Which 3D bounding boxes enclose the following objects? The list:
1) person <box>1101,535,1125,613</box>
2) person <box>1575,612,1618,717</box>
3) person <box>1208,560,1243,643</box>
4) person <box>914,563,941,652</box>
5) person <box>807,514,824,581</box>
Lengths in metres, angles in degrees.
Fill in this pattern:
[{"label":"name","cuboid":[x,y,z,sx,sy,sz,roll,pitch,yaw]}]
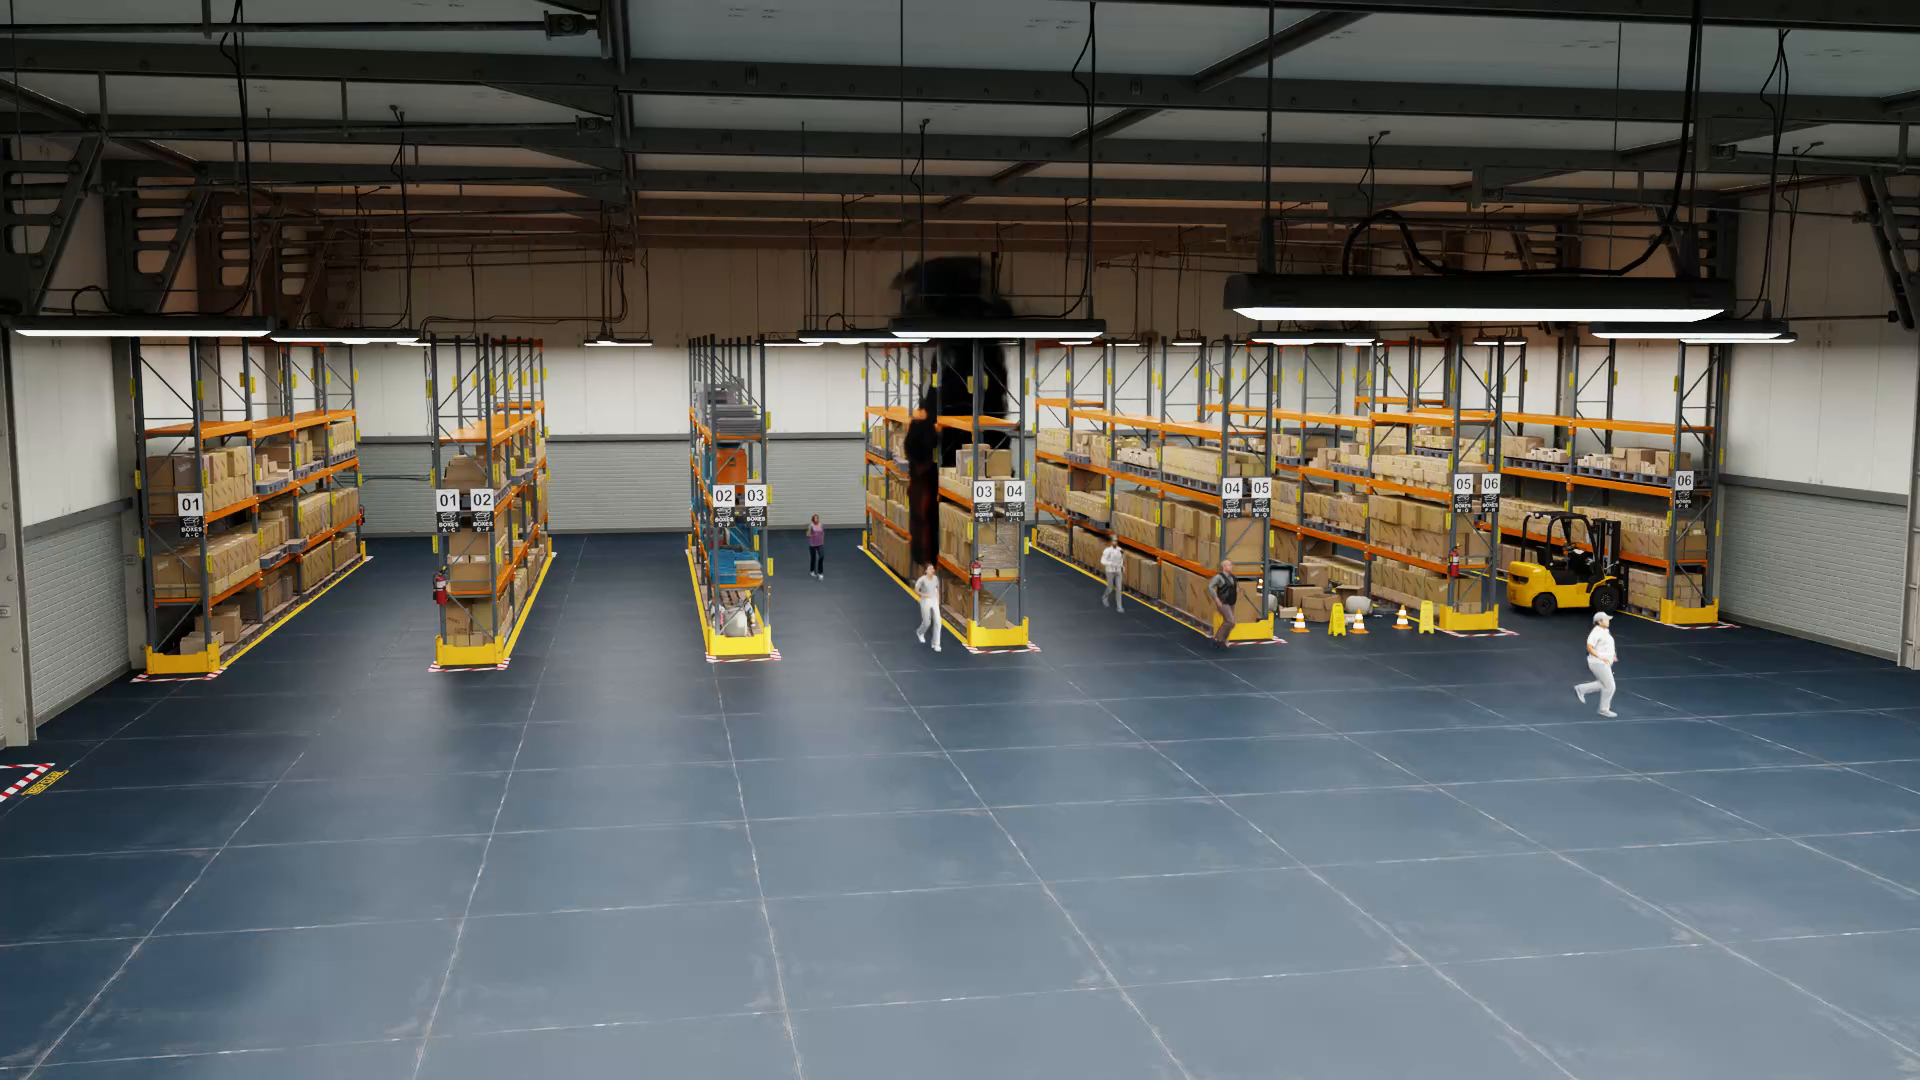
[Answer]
[{"label":"person","cuboid":[3.363,0.704,36.216,0.617,1.667,0.957,-2,7,-17]},{"label":"person","cuboid":[10.019,1.942,26.134,0.648,1.641,0.608,4,8,31]},{"label":"person","cuboid":[5.092,1.196,31.721,0.637,1.621,0.662,6,9,41]},{"label":"person","cuboid":[-0.607,1.261,31.880,0.603,1.671,0.890,-3,7,-27]},{"label":"person","cuboid":[-3.587,0.173,41.489,0.517,1.642,0.683,-3,7,-21]}]
